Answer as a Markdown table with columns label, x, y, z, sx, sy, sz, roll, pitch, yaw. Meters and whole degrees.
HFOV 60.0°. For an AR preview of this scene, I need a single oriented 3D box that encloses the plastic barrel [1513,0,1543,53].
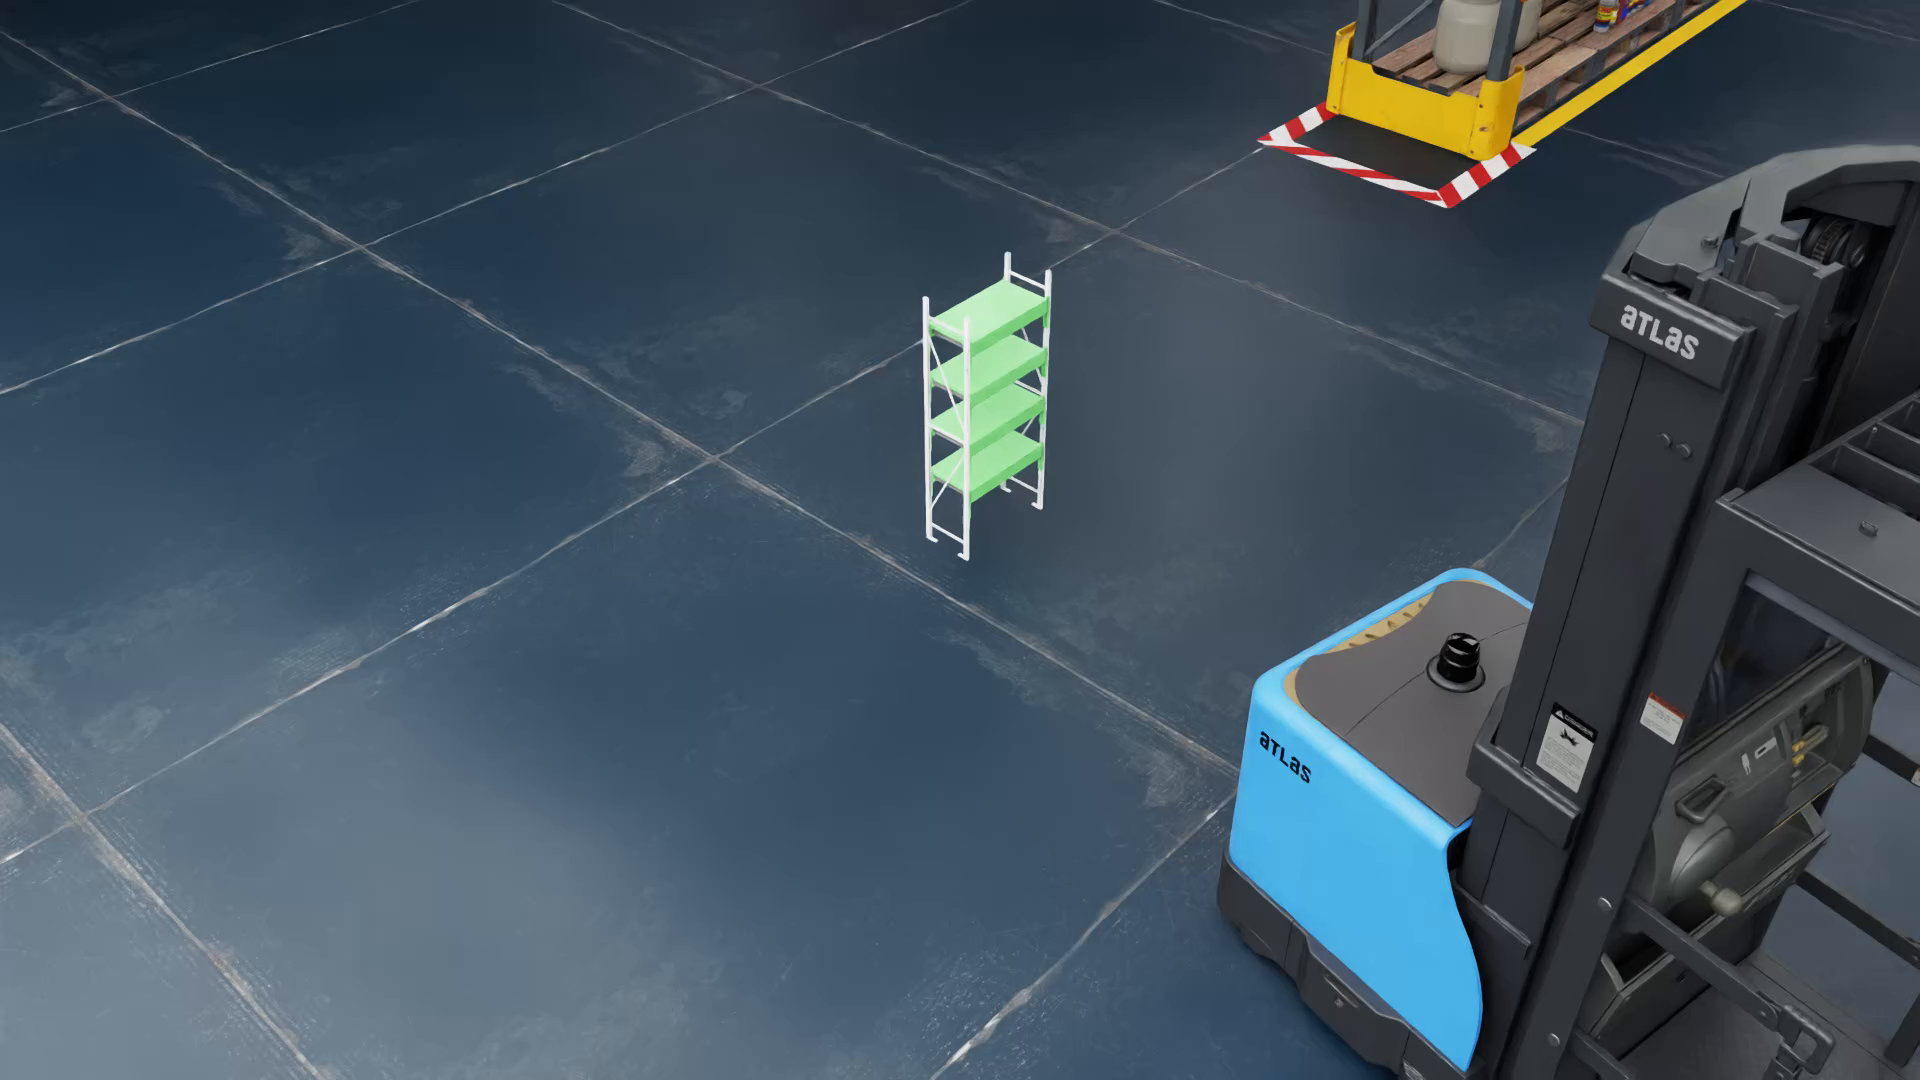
| label | x | y | z | sx | sy | sz | roll | pitch | yaw |
| --- | --- | --- | --- | --- | --- | --- | --- | --- | --- |
| plastic barrel | 3.596 | -3.500 | 10.903 | 0.421 | 0.512 | 0.421 | 0 | 38 | 0 |

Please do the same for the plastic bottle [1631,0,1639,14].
| label | x | y | z | sx | sy | sz | roll | pitch | yaw |
| --- | --- | --- | --- | --- | --- | --- | --- | --- | --- |
| plastic bottle | 4.622 | -3.754 | 11.400 | 0.097 | 0.271 | 0.097 | 0 | 38 | 0 |

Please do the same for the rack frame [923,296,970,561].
| label | x | y | z | sx | sy | sz | roll | pitch | yaw |
| --- | --- | --- | --- | --- | --- | --- | --- | --- | --- |
| rack frame | -0.053 | -0.434 | 6.831 | 0.240 | 1.200 | 0.015 | 30 | 47 | 32 |

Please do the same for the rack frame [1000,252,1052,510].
| label | x | y | z | sx | sy | sz | roll | pitch | yaw |
| --- | --- | --- | --- | --- | --- | --- | --- | --- | --- |
| rack frame | 0.276 | -0.658 | 7.113 | 0.240 | 1.200 | 0.015 | 30 | 47 | 32 |

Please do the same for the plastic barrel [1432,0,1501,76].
| label | x | y | z | sx | sy | sz | roll | pitch | yaw |
| --- | --- | --- | --- | --- | --- | --- | --- | --- | --- |
| plastic barrel | 3.258 | -3.270 | 10.613 | 0.421 | 0.512 | 0.421 | 0 | 38 | 0 |

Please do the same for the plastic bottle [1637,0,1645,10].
| label | x | y | z | sx | sy | sz | roll | pitch | yaw |
| --- | --- | --- | --- | --- | --- | --- | --- | --- | --- |
| plastic bottle | 4.689 | -3.772 | 11.479 | 0.097 | 0.201 | 0.097 | 0 | 38 | 0 |

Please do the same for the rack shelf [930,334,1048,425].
| label | x | y | z | sx | sy | sz | roll | pitch | yaw |
| --- | --- | --- | --- | --- | --- | --- | --- | --- | --- |
| rack shelf | 0.112 | -0.684 | 6.863 | 0.258 | 0.148 | 0.480 | 30 | 47 | 32 |

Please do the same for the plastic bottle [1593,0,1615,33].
| label | x | y | z | sx | sy | sz | roll | pitch | yaw |
| --- | --- | --- | --- | --- | --- | --- | --- | --- | --- |
| plastic bottle | 4.323 | -3.551 | 11.144 | 0.097 | 0.271 | 0.097 | 0 | 38 | 0 |

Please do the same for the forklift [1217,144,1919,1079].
| label | x | y | z | sx | sy | sz | roll | pitch | yaw |
| --- | --- | --- | --- | --- | --- | --- | --- | --- | --- |
| forklift | 2.140 | 0.678 | 4.042 | 1.130 | 2.935 | 3.031 | -24 | 45 | -27 |

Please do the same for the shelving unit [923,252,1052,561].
| label | x | y | z | sx | sy | sz | roll | pitch | yaw |
| --- | --- | --- | --- | --- | --- | --- | --- | --- | --- |
| shelving unit | 0.112 | -0.546 | 6.972 | 0.258 | 1.200 | 0.503 | 30 | 47 | 32 |

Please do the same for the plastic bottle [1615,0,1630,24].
| label | x | y | z | sx | sy | sz | roll | pitch | yaw |
| --- | --- | --- | --- | --- | --- | --- | --- | --- | --- |
| plastic bottle | 4.489 | -3.652 | 11.262 | 0.061 | 0.283 | 0.133 | 30 | 48 | 33 |

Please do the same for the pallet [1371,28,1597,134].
| label | x | y | z | sx | sy | sz | roll | pitch | yaw |
| --- | --- | --- | --- | --- | --- | --- | --- | --- | --- |
| pallet | 3.439 | -3.079 | 10.952 | 1.003 | 0.211 | 1.213 | 30 | 47 | 32 |

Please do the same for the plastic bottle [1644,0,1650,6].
| label | x | y | z | sx | sy | sz | roll | pitch | yaw |
| --- | --- | --- | --- | --- | --- | --- | --- | --- | --- |
| plastic bottle | 4.759 | -3.847 | 11.517 | 0.097 | 0.271 | 0.097 | 0 | 38 | 0 |

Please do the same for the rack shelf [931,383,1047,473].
| label | x | y | z | sx | sy | sz | roll | pitch | yaw |
| --- | --- | --- | --- | --- | --- | --- | --- | --- | --- |
| rack shelf | 0.112 | -0.496 | 7.012 | 0.258 | 0.148 | 0.480 | 30 | 47 | 32 |

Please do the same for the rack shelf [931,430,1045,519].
| label | x | y | z | sx | sy | sz | roll | pitch | yaw |
| --- | --- | --- | --- | --- | --- | --- | --- | --- | --- |
| rack shelf | 0.112 | -0.308 | 7.161 | 0.258 | 0.148 | 0.480 | 30 | 47 | 32 |

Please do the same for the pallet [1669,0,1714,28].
| label | x | y | z | sx | sy | sz | roll | pitch | yaw |
| --- | --- | --- | --- | --- | --- | --- | --- | --- | --- |
| pallet | 5.085 | -4.200 | 12.362 | 1.003 | 0.211 | 1.213 | 30 | 47 | 32 |

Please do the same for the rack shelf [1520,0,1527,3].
| label | x | y | z | sx | sy | sz | roll | pitch | yaw |
| --- | --- | --- | --- | --- | --- | --- | --- | --- | --- |
| rack shelf | 4.219 | -4.382 | 10.928 | 1.077 | 0.370 | 4.000 | 30 | 47 | 32 |

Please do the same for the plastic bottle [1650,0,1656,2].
| label | x | y | z | sx | sy | sz | roll | pitch | yaw |
| --- | --- | --- | --- | --- | --- | --- | --- | --- | --- |
| plastic bottle | 4.827 | -3.867 | 11.598 | 0.097 | 0.201 | 0.097 | 0 | 38 | 0 |

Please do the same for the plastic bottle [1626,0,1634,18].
| label | x | y | z | sx | sy | sz | roll | pitch | yaw |
| --- | --- | --- | --- | --- | --- | --- | --- | --- | --- |
| plastic bottle | 4.554 | -3.708 | 11.342 | 0.097 | 0.271 | 0.097 | 0 | 38 | 0 |

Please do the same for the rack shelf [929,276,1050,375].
| label | x | y | z | sx | sy | sz | roll | pitch | yaw |
| --- | --- | --- | --- | --- | --- | --- | --- | --- | --- |
| rack shelf | 0.112 | -0.871 | 6.713 | 0.258 | 0.148 | 0.480 | 30 | 47 | 32 |

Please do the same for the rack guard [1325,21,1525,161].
| label | x | y | z | sx | sy | sz | roll | pitch | yaw |
| --- | --- | --- | --- | --- | --- | --- | --- | --- | --- |
| rack guard | 2.887 | -2.821 | 10.396 | 1.175 | 0.500 | 0.348 | 30 | 47 | 32 |

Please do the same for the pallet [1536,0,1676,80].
| label | x | y | z | sx | sy | sz | roll | pitch | yaw |
| --- | --- | --- | --- | --- | --- | --- | --- | --- | --- |
| pallet | 4.262 | -3.637 | 11.654 | 1.003 | 0.211 | 1.213 | 30 | 47 | 32 |

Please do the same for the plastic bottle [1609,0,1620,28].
| label | x | y | z | sx | sy | sz | roll | pitch | yaw |
| --- | --- | --- | --- | --- | --- | --- | --- | --- | --- |
| plastic bottle | 4.393 | -3.571 | 11.226 | 0.097 | 0.201 | 0.097 | 0 | 38 | 0 |

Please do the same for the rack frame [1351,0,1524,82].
| label | x | y | z | sx | sy | sz | roll | pitch | yaw |
| --- | --- | --- | --- | --- | --- | --- | --- | --- | --- |
| rack frame | 2.870 | -3.744 | 9.549 | 1.000 | 3.000 | 0.127 | 30 | 47 | 32 |
